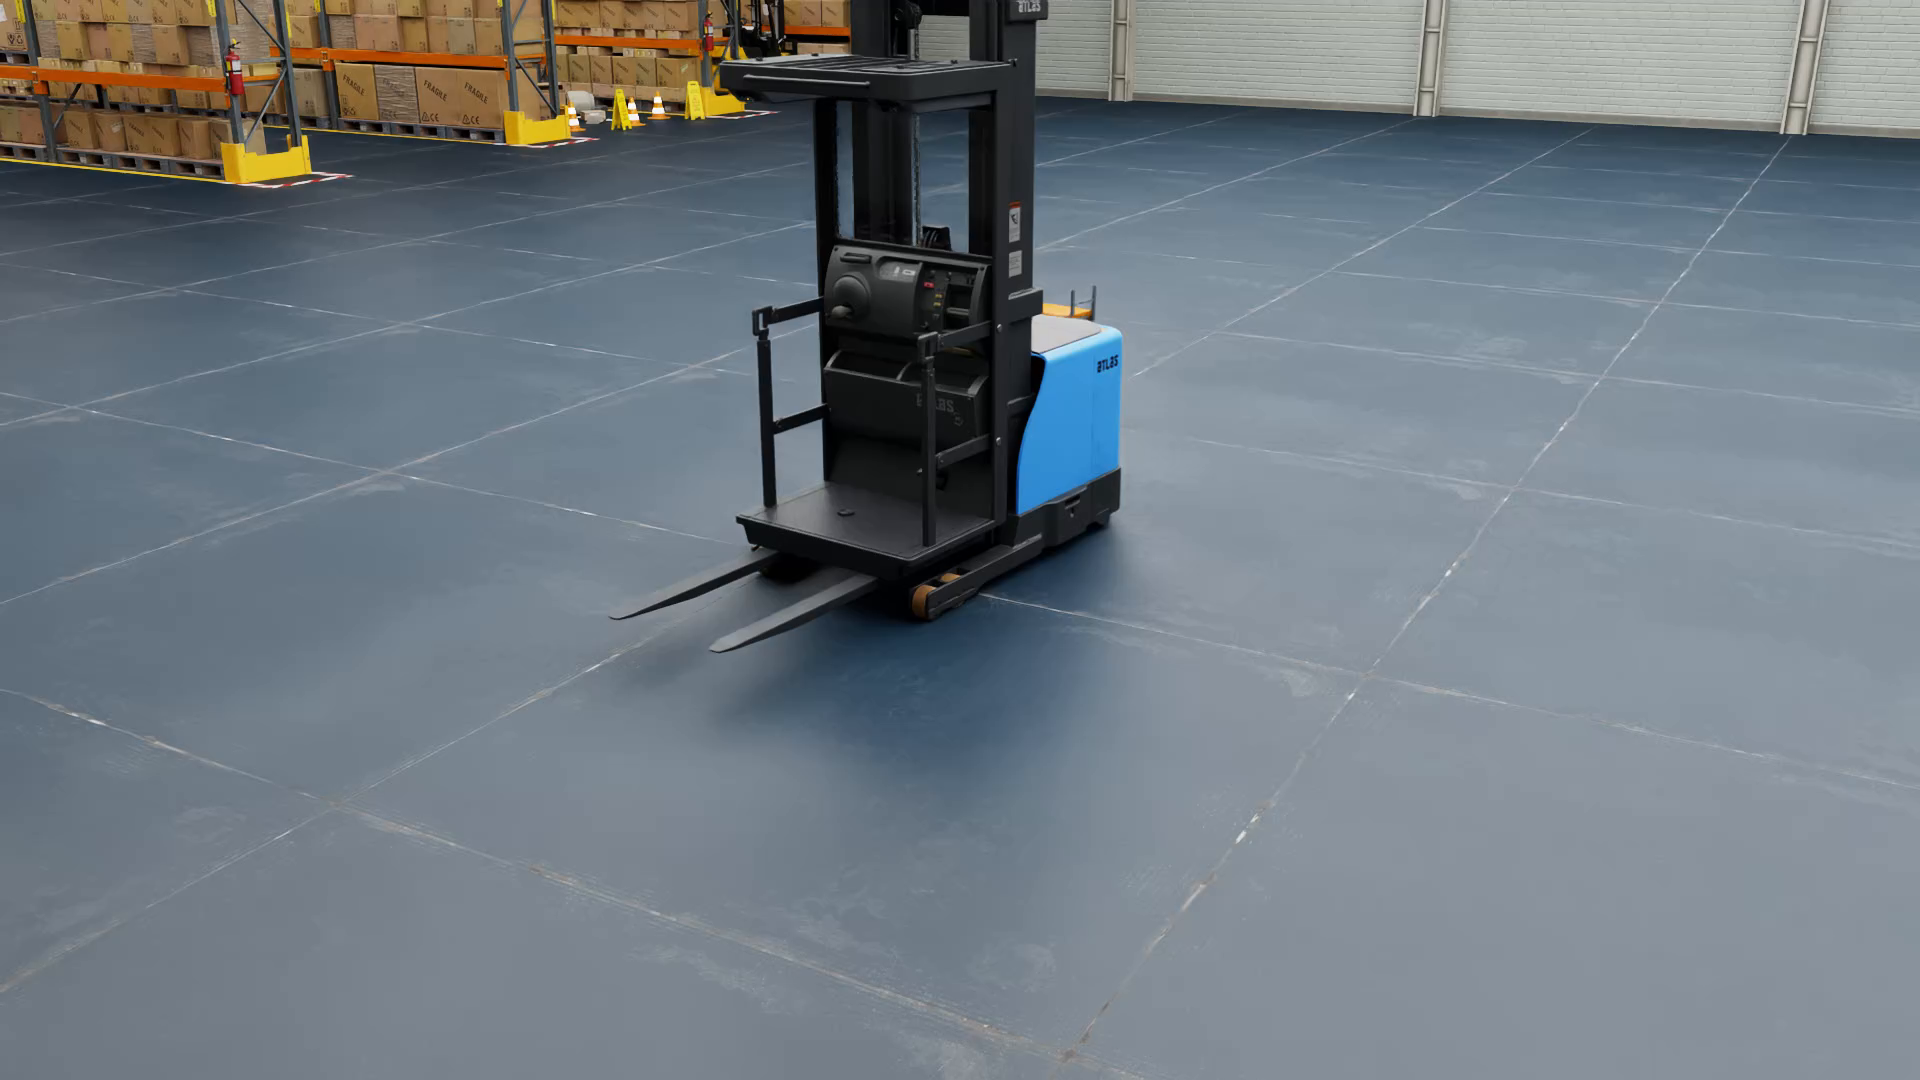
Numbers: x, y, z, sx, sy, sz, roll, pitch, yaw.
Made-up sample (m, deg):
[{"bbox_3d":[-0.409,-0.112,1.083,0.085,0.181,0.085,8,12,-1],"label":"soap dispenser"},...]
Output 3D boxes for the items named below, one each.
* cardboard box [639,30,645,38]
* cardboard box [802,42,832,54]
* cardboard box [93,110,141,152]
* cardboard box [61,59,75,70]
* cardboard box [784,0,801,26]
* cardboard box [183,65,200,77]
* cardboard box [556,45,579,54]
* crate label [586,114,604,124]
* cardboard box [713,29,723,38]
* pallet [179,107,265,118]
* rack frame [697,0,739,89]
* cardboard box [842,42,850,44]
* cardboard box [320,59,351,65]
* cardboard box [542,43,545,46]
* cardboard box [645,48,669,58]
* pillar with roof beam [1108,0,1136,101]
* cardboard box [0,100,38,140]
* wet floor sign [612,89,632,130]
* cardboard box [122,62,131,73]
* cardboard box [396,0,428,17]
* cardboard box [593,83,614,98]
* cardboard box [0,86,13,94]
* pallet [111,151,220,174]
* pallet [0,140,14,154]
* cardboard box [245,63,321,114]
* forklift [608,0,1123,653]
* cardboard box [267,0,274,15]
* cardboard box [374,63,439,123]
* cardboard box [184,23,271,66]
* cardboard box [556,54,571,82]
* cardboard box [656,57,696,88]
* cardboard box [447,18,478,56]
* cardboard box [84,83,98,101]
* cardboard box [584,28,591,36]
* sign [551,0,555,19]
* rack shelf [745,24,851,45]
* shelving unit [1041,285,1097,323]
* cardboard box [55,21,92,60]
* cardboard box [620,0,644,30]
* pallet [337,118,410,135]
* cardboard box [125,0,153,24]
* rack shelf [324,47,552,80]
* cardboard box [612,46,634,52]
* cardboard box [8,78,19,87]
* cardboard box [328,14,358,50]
[{"bbox_3d":[-5.642,-9.250,30.334,0.250,0.149,0.380,11,23,28],"label":"cardboard box"},{"bbox_3d":[-2.913,-10.113,34.296,0.500,0.250,0.500,11,23,28],"label":"cardboard box"},{"bbox_3d":[-11.819,-5.759,23.392,0.500,0.500,0.500,-17,26,-39],"label":"cardboard box"},{"bbox_3d":[-12.168,-6.586,22.990,0.250,0.149,0.380,11,23,27],"label":"cardboard box"},{"bbox_3d":[-3.364,-10.896,34.358,0.500,0.500,0.500,10,22,26],"label":"cardboard box"},{"bbox_3d":[-9.971,-6.179,21.867,0.250,0.149,0.380,11,23,27],"label":"cardboard box"},{"bbox_3d":[-7.356,-9.203,31.203,0.250,0.149,0.380,11,23,28],"label":"cardboard box"},{"bbox_3d":[-6.293,-7.260,28.678,0.298,0.136,0.250,0,20,-1],"label":"crate label"},{"bbox_3d":[-4.523,-9.193,30.177,0.250,0.149,0.380,11,23,28],"label":"cardboard box"},{"bbox_3d":[-12.986,-7.568,29.420,1.213,0.211,1.003,11,23,27],"label":"pallet"},{"bbox_3d":[-4.328,-9.193,29.809,0.127,3.000,1.000,11,23,27],"label":"rack frame"},{"bbox_3d":[-2.237,-10.182,34.487,0.500,0.250,0.500,10,22,26],"label":"cardboard box"},{"bbox_3d":[-12.651,-10.011,34.565,0.875,0.875,0.875,11,23,28],"label":"cardboard box"},{"bbox_3d":[-9.449,-11.336,37.815,0.250,0.149,0.380,10,22,25],"label":"cardboard box"},{"bbox_3d":[-5.507,-8.852,30.234,0.250,0.149,0.380,12,23,29],"label":"cardboard box"},{"bbox_3d":[1.060,-11.596,27.636,0.400,9.000,9.100,11,23,27],"label":"pillar with roof beam"},{"bbox_3d":[-14.074,-6.226,24.650,0.500,0.500,0.700,9,22,23],"label":"cardboard box"},{"bbox_3d":[-5.662,-7.180,27.713,0.232,0.644,0.267,7,21,18],"label":"wet floor sign"},{"bbox_3d":[-11.055,-6.391,22.453,0.250,0.149,0.380,11,23,27],"label":"cardboard box"},{"bbox_3d":[-8.432,-8.601,26.373,0.500,0.550,0.875,11,23,27],"label":"cardboard box"},{"bbox_3d":[-6.500,-8.412,31.071,0.500,0.250,0.500,10,22,27],"label":"cardboard box"},{"bbox_3d":[-18.086,-8.612,31.772,0.250,0.149,0.380,10,22,26],"label":"cardboard box"},{"bbox_3d":[-10.980,-5.293,23.148,1.213,0.211,1.003,11,23,27],"label":"pallet"},{"bbox_3d":[-14.402,-5.929,24.899,1.213,0.211,1.003,11,23,27],"label":"pallet"},{"bbox_3d":[-11.572,-7.745,28.502,0.750,0.750,1.050,11,23,27],"label":"cardboard box"},{"bbox_3d":[-0.390,-1.186,7.836,1.130,2.935,3.031,14,24,33],"label":"forklift"},{"bbox_3d":[-11.473,-9.135,28.035,0.500,0.500,0.700,11,23,28],"label":"cardboard box"},{"bbox_3d":[-8.842,-7.292,27.069,0.875,0.875,0.875,11,23,28],"label":"cardboard box"},{"bbox_3d":[-9.627,-6.529,21.883,0.500,0.500,0.875,11,23,27],"label":"cardboard box"},{"bbox_3d":[-7.436,-8.937,31.420,0.500,0.500,0.500,12,23,30],"label":"cardboard box"},{"bbox_3d":[-5.154,-8.506,30.232,0.500,0.500,0.500,11,23,28],"label":"cardboard box"},{"bbox_3d":[-7.490,-7.906,26.042,0.550,0.550,0.875,11,23,27],"label":"cardboard box"},{"bbox_3d":[-15.687,-8.348,30.530,0.500,0.500,0.500,11,23,28],"label":"cardboard box"},{"bbox_3d":[-6.761,-9.444,30.869,0.250,0.149,0.380,11,23,27],"label":"cardboard box"},{"bbox_3d":[-6.377,-8.311,25.992,0.005,0.325,0.100,11,23,27],"label":"sign"},{"bbox_3d":[-3.656,-10.666,34.924,4.000,0.370,1.077,11,23,27],"label":"rack shelf"},{"bbox_3d":[0.475,-0.872,9.495,0.503,1.200,0.258,14,22,34],"label":"shelving unit"},{"bbox_3d":[-11.871,-6.908,22.927,0.500,0.500,0.875,11,23,27],"label":"cardboard box"},{"bbox_3d":[-5.806,-9.557,30.229,0.500,0.500,0.500,11,23,27],"label":"cardboard box"},{"bbox_3d":[-9.520,-6.907,27.597,1.213,0.211,1.003,11,23,27],"label":"pallet"},{"bbox_3d":[-10.636,-7.083,21.943,0.500,0.500,0.500,11,23,27],"label":"cardboard box"},{"bbox_3d":[-8.399,-7.697,26.740,4.000,0.370,1.077,11,23,27],"label":"rack shelf"},{"bbox_3d":[-7.194,-10.757,36.987,0.625,0.625,0.875,10,22,25],"label":"cardboard box"},{"bbox_3d":[-17.802,-8.694,31.563,0.250,0.149,0.380,10,22,25],"label":"cardboard box"},{"bbox_3d":[-9.818,-8.380,27.349,0.550,0.550,0.875,11,23,27],"label":"cardboard box"}]
